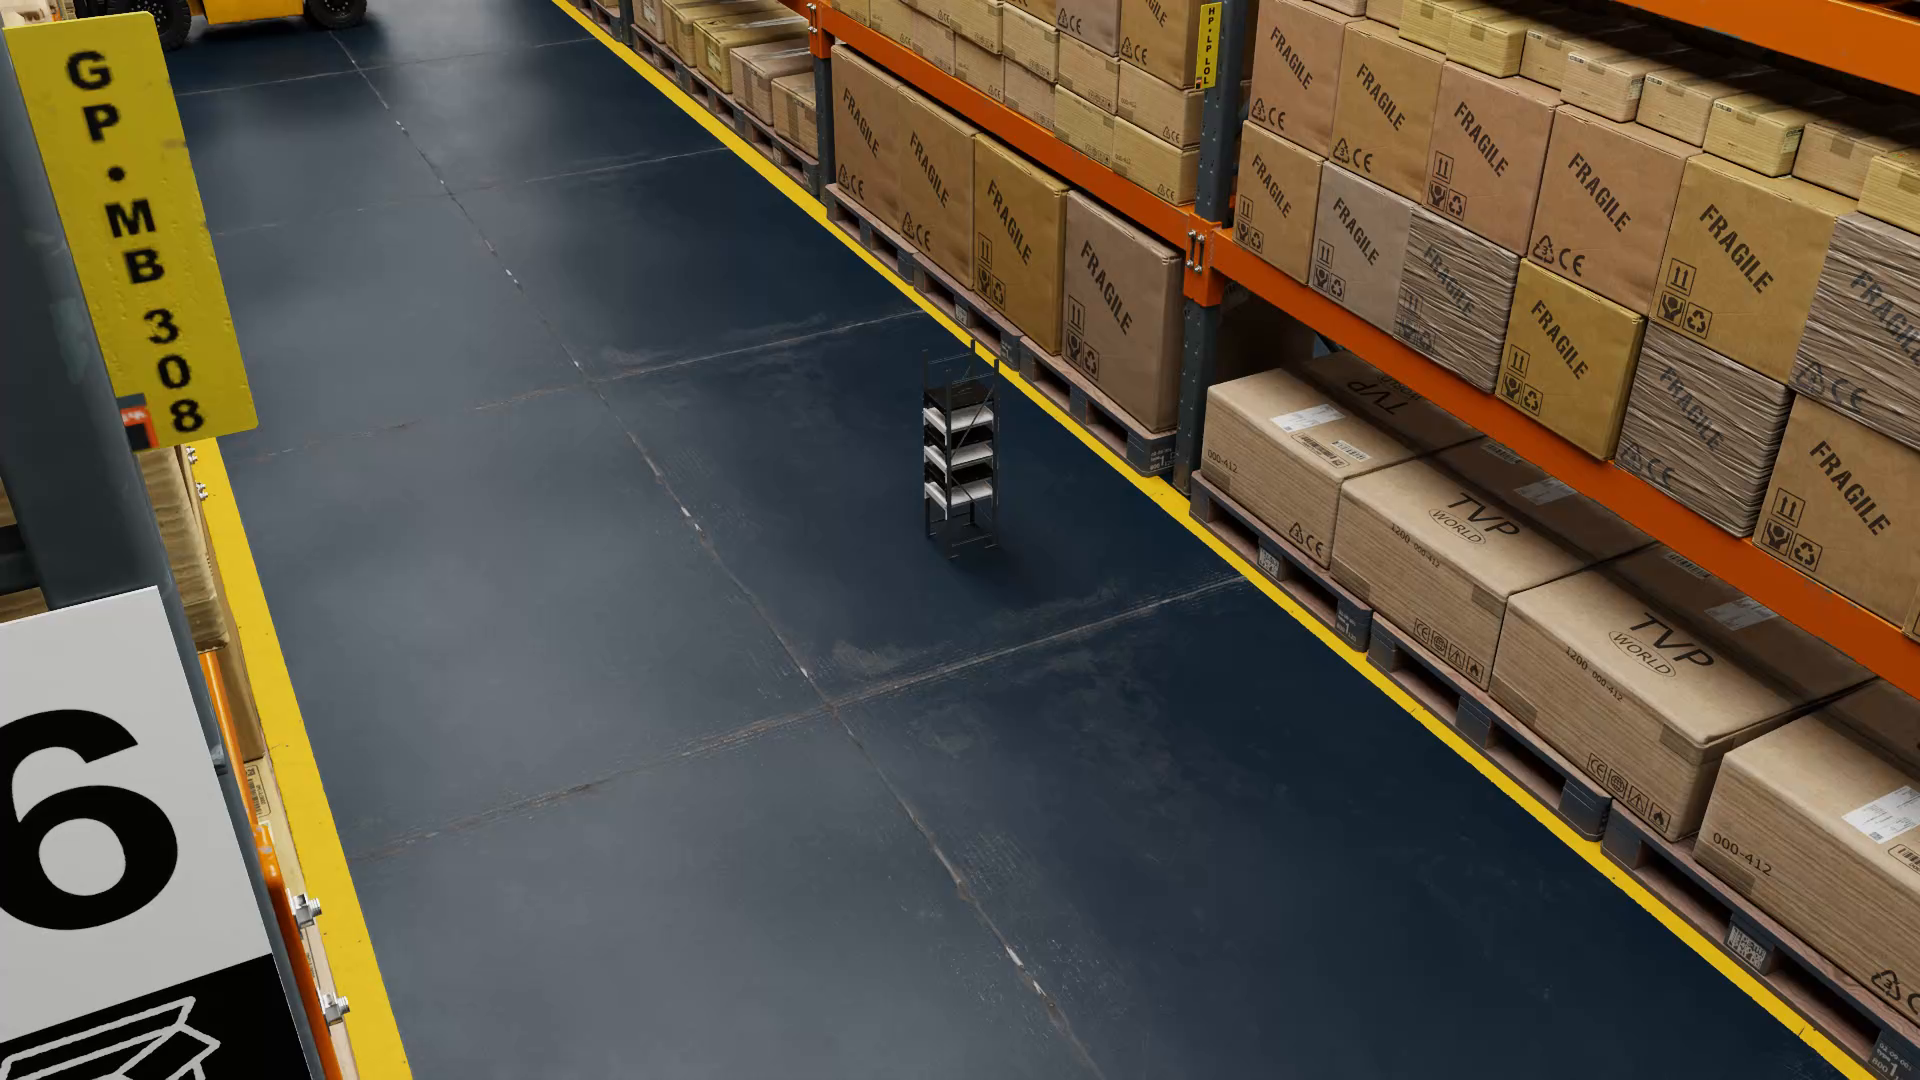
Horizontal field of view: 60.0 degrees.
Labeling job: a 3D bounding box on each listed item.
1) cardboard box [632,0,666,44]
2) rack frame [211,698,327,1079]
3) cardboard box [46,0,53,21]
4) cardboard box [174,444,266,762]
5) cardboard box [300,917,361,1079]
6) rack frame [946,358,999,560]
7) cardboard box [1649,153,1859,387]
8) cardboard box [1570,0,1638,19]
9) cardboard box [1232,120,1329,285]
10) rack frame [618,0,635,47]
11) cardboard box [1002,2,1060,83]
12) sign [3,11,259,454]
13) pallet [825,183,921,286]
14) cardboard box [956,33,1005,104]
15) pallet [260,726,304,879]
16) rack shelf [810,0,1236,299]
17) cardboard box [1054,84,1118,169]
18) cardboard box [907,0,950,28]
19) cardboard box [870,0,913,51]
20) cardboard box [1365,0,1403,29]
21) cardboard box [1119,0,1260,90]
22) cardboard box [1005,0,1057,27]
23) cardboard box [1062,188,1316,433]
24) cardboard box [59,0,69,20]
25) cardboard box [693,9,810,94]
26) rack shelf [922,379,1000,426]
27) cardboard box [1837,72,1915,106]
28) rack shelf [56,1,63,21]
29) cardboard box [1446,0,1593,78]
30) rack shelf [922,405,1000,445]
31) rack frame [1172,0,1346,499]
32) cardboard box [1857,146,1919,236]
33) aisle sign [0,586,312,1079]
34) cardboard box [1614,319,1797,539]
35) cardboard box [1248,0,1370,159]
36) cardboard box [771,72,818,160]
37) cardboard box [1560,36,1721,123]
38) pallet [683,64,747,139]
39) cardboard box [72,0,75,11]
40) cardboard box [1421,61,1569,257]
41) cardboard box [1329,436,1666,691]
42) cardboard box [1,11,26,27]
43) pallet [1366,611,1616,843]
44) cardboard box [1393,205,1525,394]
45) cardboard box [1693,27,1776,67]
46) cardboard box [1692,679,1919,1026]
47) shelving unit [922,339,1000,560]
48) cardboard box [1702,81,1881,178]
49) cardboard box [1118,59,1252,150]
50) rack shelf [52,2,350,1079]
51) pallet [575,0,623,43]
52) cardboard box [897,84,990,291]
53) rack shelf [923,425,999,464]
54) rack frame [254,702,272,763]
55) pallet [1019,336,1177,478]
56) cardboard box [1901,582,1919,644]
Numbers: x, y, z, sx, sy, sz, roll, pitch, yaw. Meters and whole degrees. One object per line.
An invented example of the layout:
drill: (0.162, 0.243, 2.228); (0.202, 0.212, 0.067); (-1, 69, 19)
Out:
cardboard box: (-2.040, -4.245, 13.142); (0.950, 0.372, 0.625); (-15, 36, -23)
rack frame: (-1.081, 1.553, 2.046); (1.000, 3.000, 0.127); (-16, 36, -23)
cardboard box: (-2.019, -1.021, 3.146); (0.500, 0.250, 0.500); (-15, 36, -22)
cardboard box: (-1.754, 0.175, 3.365); (0.500, 0.500, 0.500); (-15, 36, -22)
cardboard box: (-1.289, 0.966, 2.825); (0.500, 0.250, 0.500); (-15, 36, -23)
rack frame: (0.051, -0.327, 6.925); (0.240, 0.900, 0.006); (-16, 36, -23)
cardboard box: (2.376, -0.810, 4.714); (0.500, 0.500, 0.500); (-16, 36, -23)
cardboard box: (2.286, -1.774, 5.618); (0.380, 0.149, 0.250); (-16, 36, -23)
cardboard box: (1.431, -1.359, 6.497); (0.500, 0.500, 0.500); (-15, 35, -22)
rack frame: (-2.287, -5.424, 12.936); (1.000, 3.000, 0.127); (-16, 36, -23)
cardboard box: (0.536, -2.385, 7.868); (0.500, 0.250, 0.500); (-15, 36, -22)
sign: (-0.601, -0.215, 1.214); (0.100, 0.325, 0.005); (-16, 36, -23)
pallet: (-0.121, -1.946, 10.092); (1.003, 0.211, 1.213); (-16, 36, -23)
cardboard box: (0.312, -2.428, 8.399); (0.500, 0.250, 0.500); (-16, 36, -23)
pallet: (-2.627, 1.146, 5.266); (1.003, 0.211, 1.213); (-16, 36, -23)
rack shelf: (0.511, -2.258, 8.661); (1.077, 0.370, 4.000); (-16, 36, -23)
cardboard box: (0.775, -1.937, 7.632); (0.500, 0.250, 0.500); (-16, 36, -24)
cardboard box: (0.058, -2.871, 8.626); (0.500, 0.250, 0.500); (-16, 36, -23)
cardboard box: (-0.161, -2.915, 9.158); (0.500, 0.250, 0.500); (-17, 36, -24)
cardboard box: (1.651, -1.897, 5.810); (0.380, 0.149, 0.250); (-16, 36, -24)
cardboard box: (1.013, -2.220, 6.914); (0.500, 0.500, 0.500); (-15, 35, -22)
cardboard box: (0.546, -2.712, 7.682); (0.500, 0.500, 0.500); (-15, 35, -22)
cardboard box: (1.084, -1.164, 7.867); (0.875, 0.875, 0.875); (-15, 35, -22)
cardboard box: (-4.780, -2.692, 8.347); (0.500, 0.250, 0.500); (-16, 36, -23)
cardboard box: (-1.376, -3.571, 12.090); (0.950, 0.372, 0.625); (-15, 35, -22)
rack shelf: (0.004, -0.574, 6.874); (0.258, 0.077, 0.200); (-16, 36, -23)
cardboard box: (2.796, -1.296, 4.871); (0.380, 0.149, 0.250); (-16, 36, -23)
rack shelf: (-3.878, -2.271, 5.900); (1.077, 0.370, 4.000); (-16, 36, -23)
cardboard box: (1.811, -1.629, 5.391); (0.380, 0.149, 0.250); (-17, 36, -24)
rack shelf: (0.004, -0.499, 6.922); (0.258, 0.077, 0.200); (-16, 36, -23)
rack frame: (1.443, -1.606, 6.977); (1.000, 3.000, 0.127); (-16, 36, -23)
cardboard box: (2.548, -0.902, 4.257); (0.380, 0.149, 0.250); (-15, 36, -22)
aisle sign: (-0.789, 0.417, 1.409); (0.394, 0.787, 0.004); (-16, 36, -23)
cardboard box: (2.380, -0.390, 4.985); (0.500, 0.500, 0.500); (-15, 36, -22)
cardboard box: (1.451, -1.781, 6.230); (0.500, 0.500, 0.500); (-16, 36, -23)
cardboard box: (-0.676, -2.858, 10.977); (0.950, 0.372, 0.625); (-18, 37, -26)
cardboard box: (2.054, -1.395, 5.026); (0.380, 0.149, 0.250); (-16, 36, -23)
pallet: (-1.349, -3.296, 12.199); (1.003, 0.211, 1.213); (-16, 36, -23)
cardboard box: (-7.089, -4.195, 12.713); (0.500, 0.250, 0.500); (-16, 36, -24)
cardboard box: (1.910, -1.291, 5.466); (0.500, 0.500, 0.500); (-15, 36, -22)
cardboard box: (2.059, 0.049, 6.378); (0.875, 0.438, 0.875); (-17, 36, -24)
cardboard box: (-1.066, -0.258, 1.491); (0.500, 0.250, 0.500); (-16, 36, -24)
pallet: (2.302, 0.533, 6.222); (1.003, 0.211, 1.213); (-16, 36, -23)
cardboard box: (1.888, -0.879, 5.748); (0.500, 0.500, 0.500); (-16, 36, -23)
cardboard box: (2.537, -1.536, 5.246); (0.380, 0.149, 0.250); (-16, 36, -23)
cardboard box: (2.912, 0.915, 5.027); (0.875, 0.438, 0.875); (-17, 36, -25)
shelving unit: (0.004, -0.375, 7.001); (0.258, 0.900, 0.210); (-16, 36, -23)
cardboard box: (2.320, -1.150, 4.643); (0.380, 0.149, 0.250); (-15, 36, -22)
cardboard box: (1.023, -1.903, 7.115); (0.500, 0.250, 0.500); (-16, 36, -23)
rack shelf: (-2.013, -0.362, 2.920); (1.077, 0.370, 4.000); (-16, 36, -23)
pallet: (-2.631, -4.562, 14.175); (1.003, 0.211, 1.213); (-16, 36, -23)
cardboard box: (0.239, -2.020, 9.203); (0.875, 0.875, 0.875); (-15, 36, -23)
rack shelf: (0.004, -0.423, 6.971); (0.258, 0.077, 0.200); (-16, 36, -23)
rack frame: (-2.946, -0.356, 5.025); (1.000, 3.000, 0.127); (-16, 36, -23)
pallet: (1.017, -0.782, 8.274); (1.003, 0.211, 1.213); (-16, 36, -23)
cardboard box: (2.849, 0.097, 4.226); (0.500, 0.500, 0.500); (-16, 36, -23)
